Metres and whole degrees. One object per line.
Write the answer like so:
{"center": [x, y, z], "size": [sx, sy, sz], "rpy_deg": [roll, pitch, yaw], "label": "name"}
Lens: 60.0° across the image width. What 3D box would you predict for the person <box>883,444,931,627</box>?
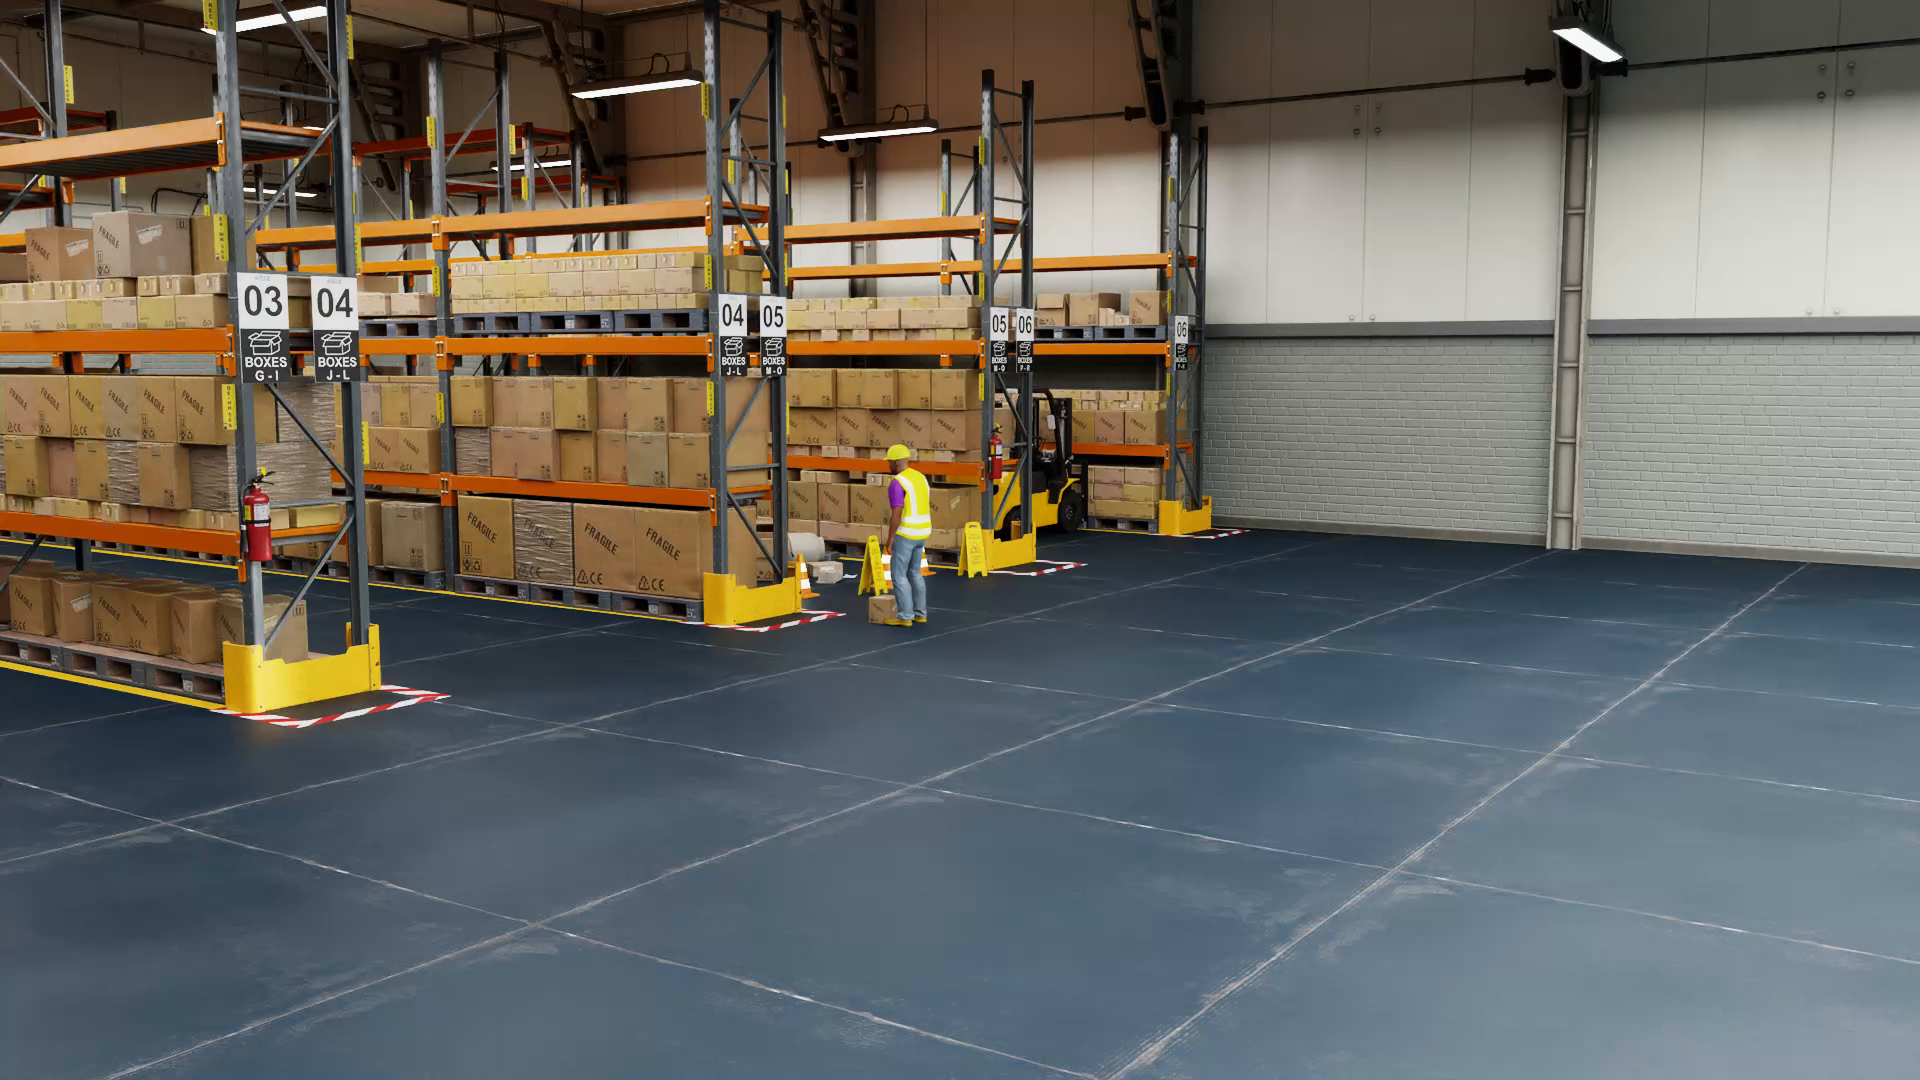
{"center": [-0.537, -0.052, 16.176], "size": [0.459, 1.761, 0.638], "rpy_deg": [4, 7, 32], "label": "person"}
